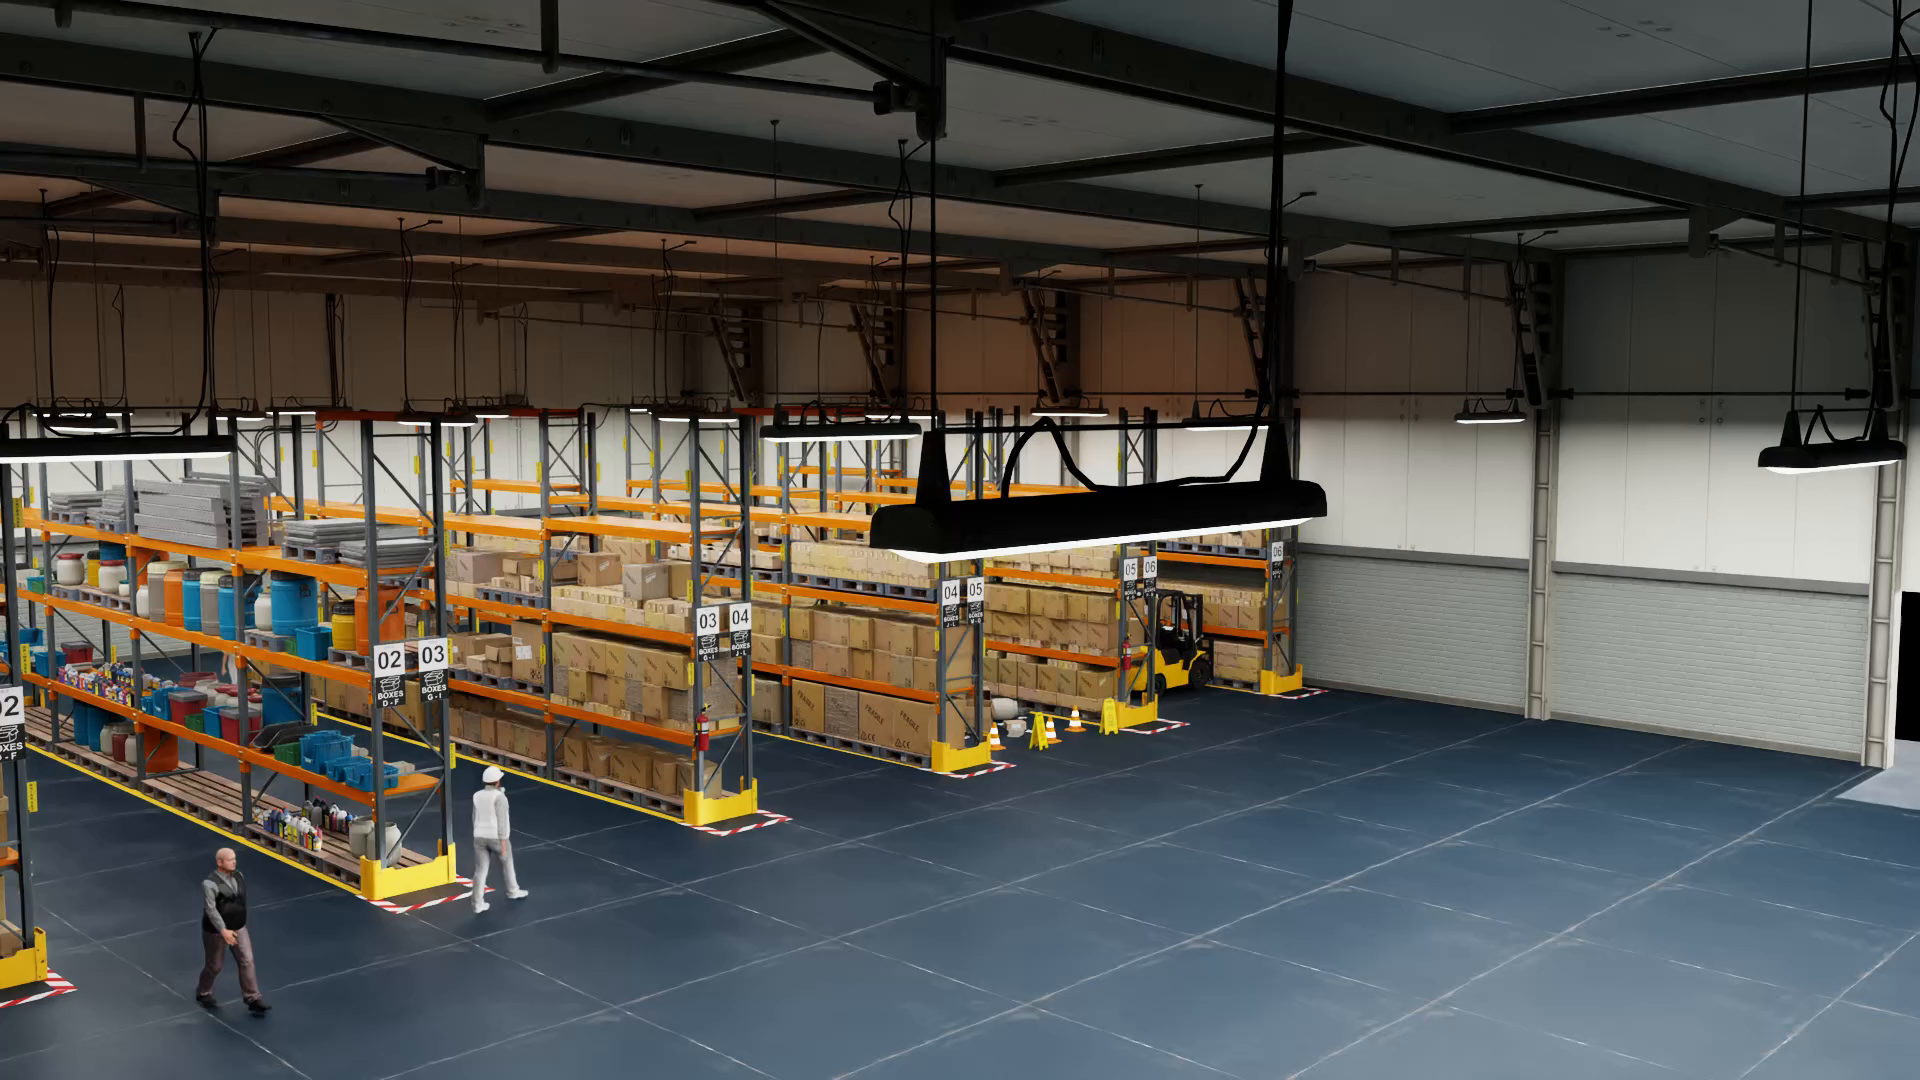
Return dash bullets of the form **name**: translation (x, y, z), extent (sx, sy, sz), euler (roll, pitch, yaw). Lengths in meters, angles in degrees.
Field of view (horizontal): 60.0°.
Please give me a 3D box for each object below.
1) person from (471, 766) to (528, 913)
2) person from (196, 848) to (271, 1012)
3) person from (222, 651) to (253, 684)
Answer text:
- **person**: translation (-5.752, 3.635, 20.467), extent (0.556, 1.721, 0.942), euler (1, 5, 14)
- **person**: translation (-7.453, 3.975, 17.020), extent (1.015, 1.658, 0.537), euler (3, 6, 29)
- **person**: translation (-14.522, 2.552, 33.412), extent (0.539, 1.604, 1.064), euler (-5, 7, -43)
